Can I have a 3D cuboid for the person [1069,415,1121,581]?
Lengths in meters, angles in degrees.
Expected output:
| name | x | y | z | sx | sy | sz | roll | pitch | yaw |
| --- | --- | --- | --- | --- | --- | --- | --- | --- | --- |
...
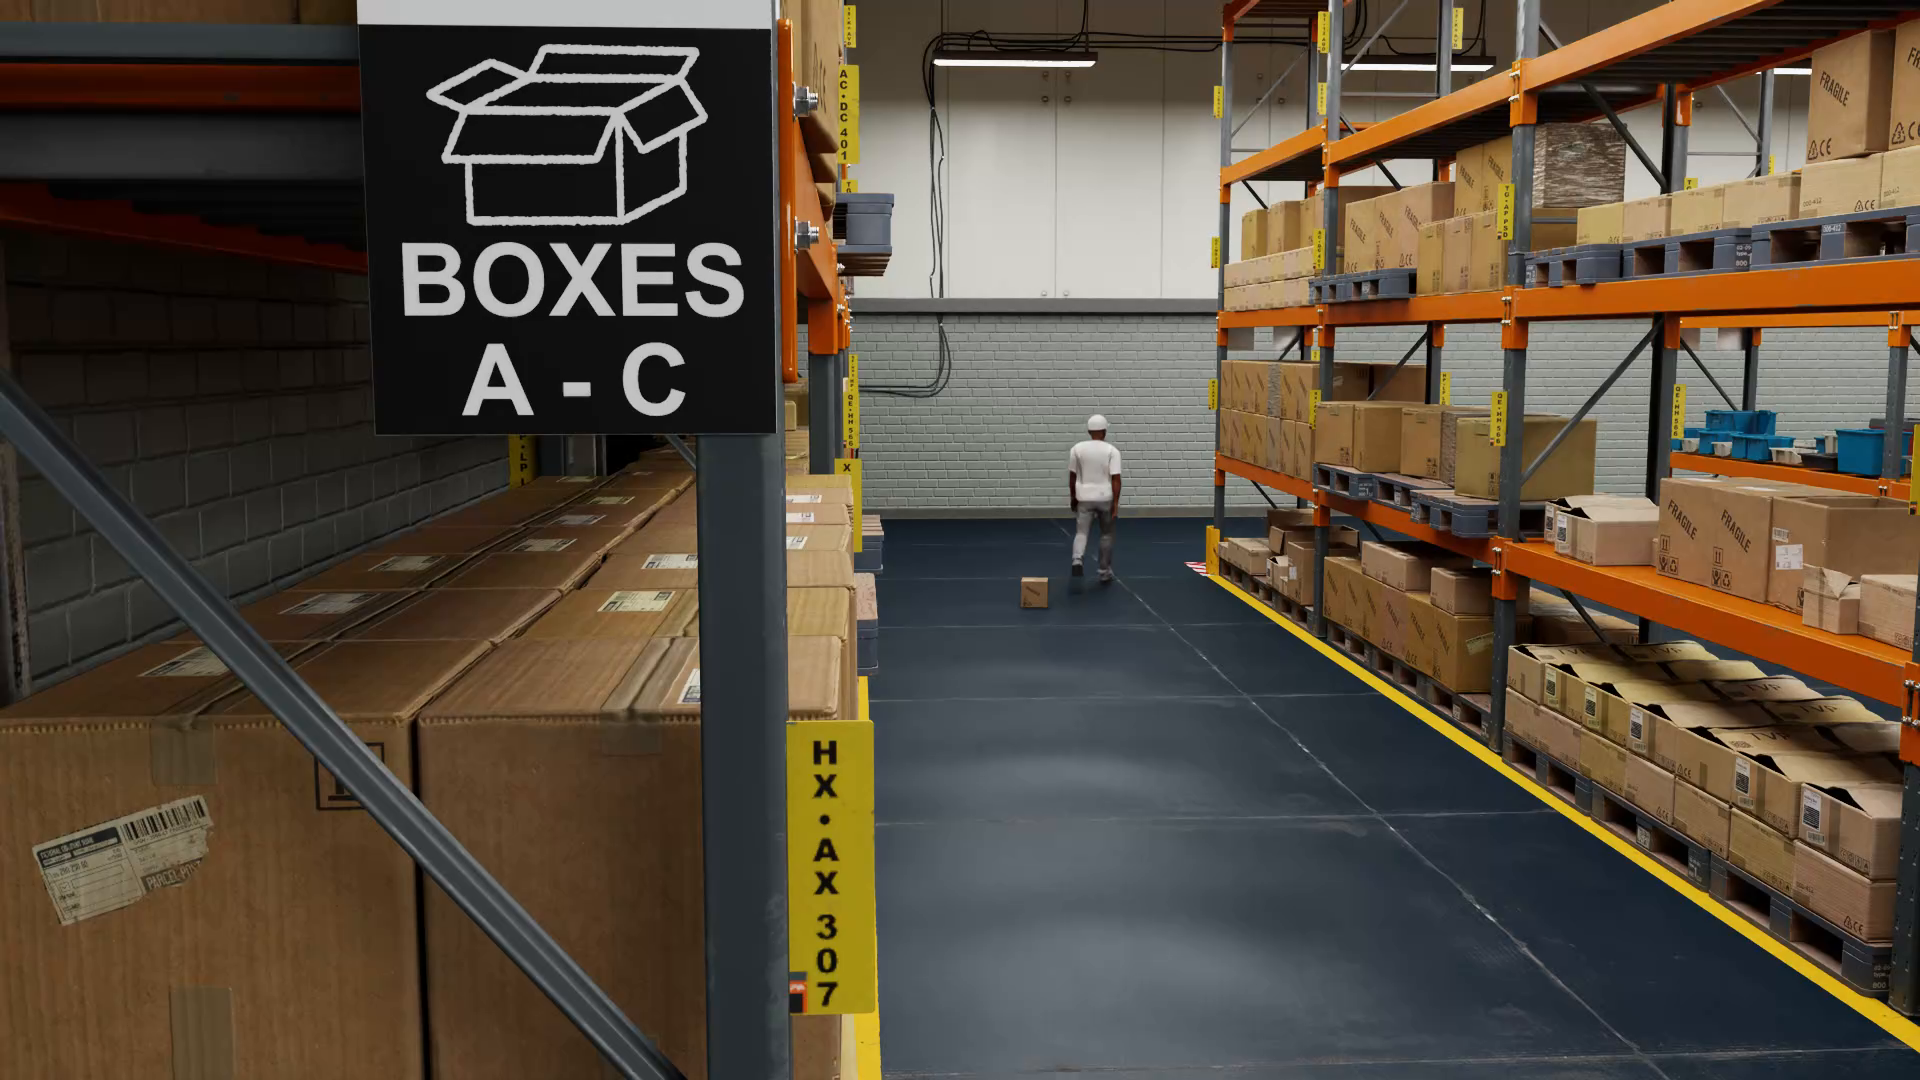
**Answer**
| name | x | y | z | sx | sy | sz | roll | pitch | yaw |
| --- | --- | --- | --- | --- | --- | --- | --- | --- | --- |
| person | 1.385 | -0.417 | 17.074 | 0.563 | 1.734 | 0.916 | 2 | 7 | 15 |
